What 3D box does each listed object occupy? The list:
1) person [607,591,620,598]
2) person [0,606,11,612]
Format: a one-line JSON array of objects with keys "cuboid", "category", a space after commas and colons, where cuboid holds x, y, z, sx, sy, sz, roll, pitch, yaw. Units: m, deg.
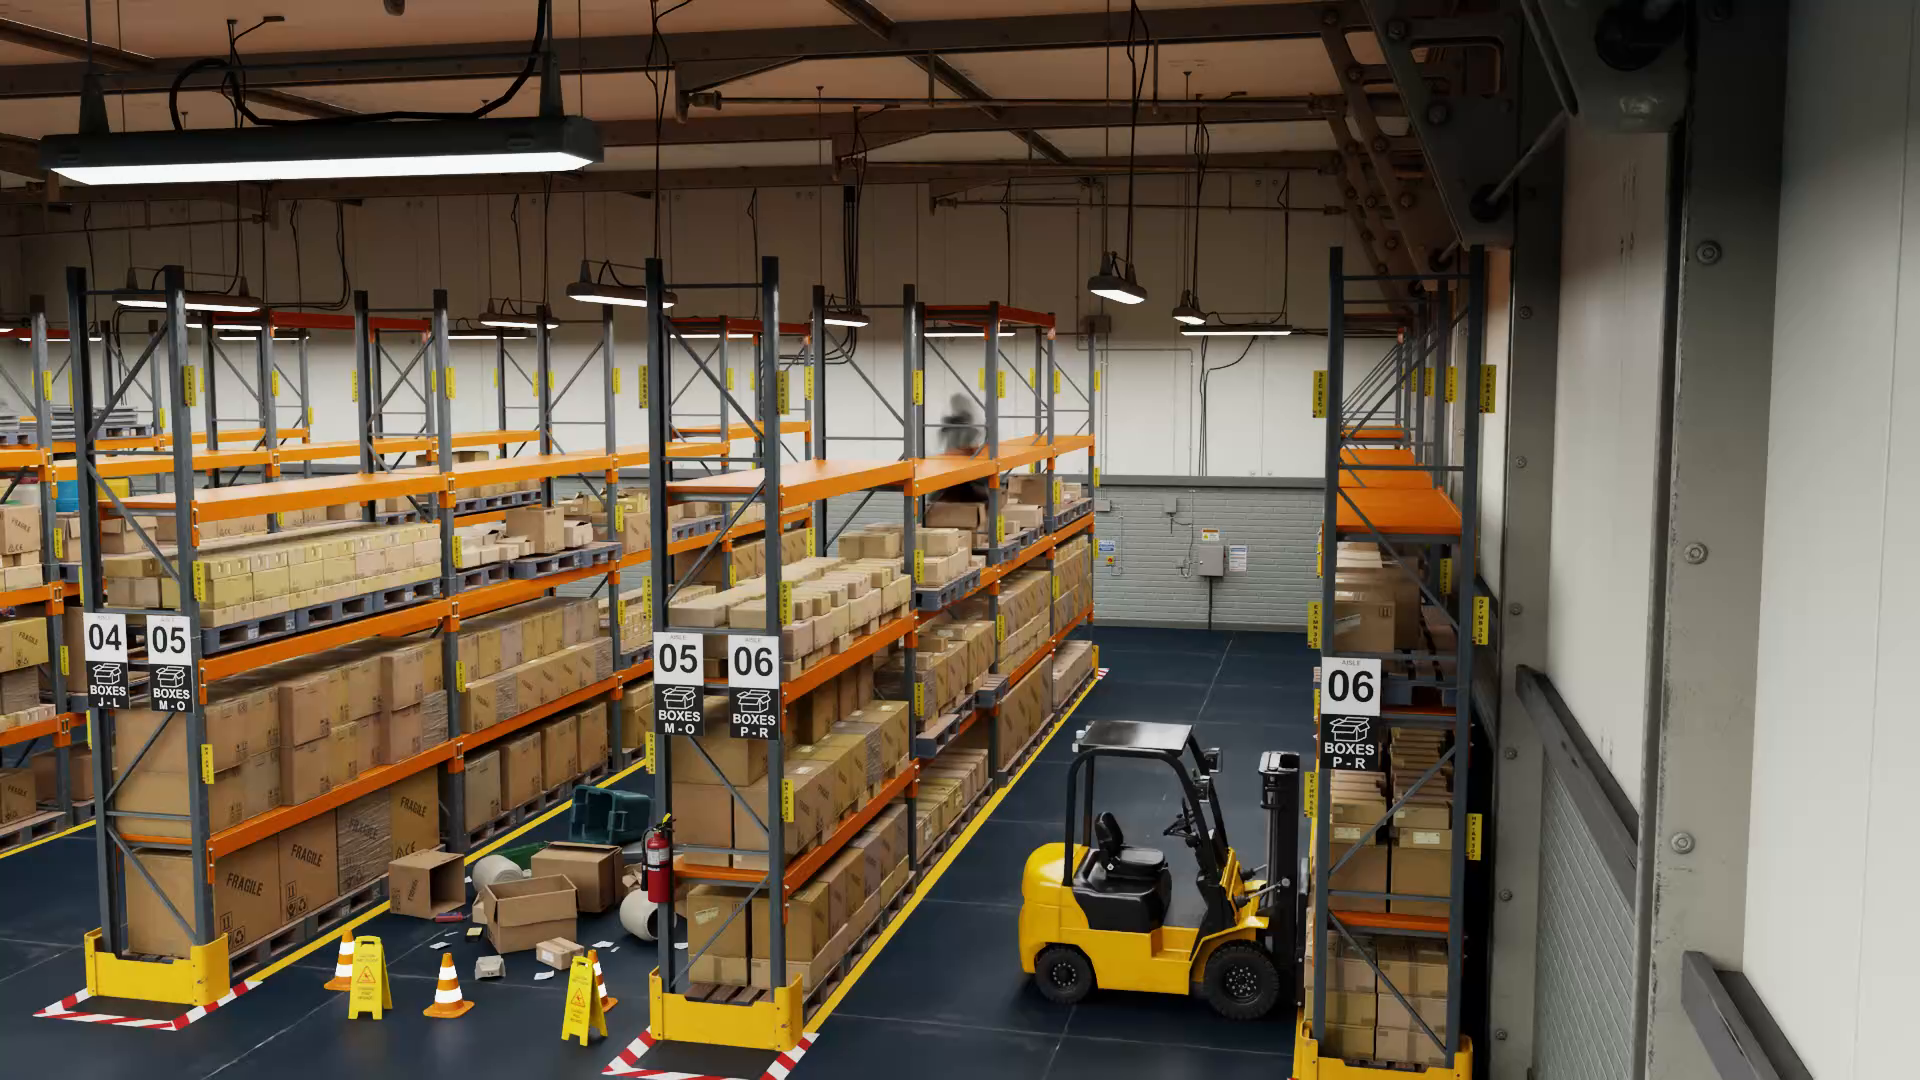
[{"cuboid": [-5.498, 1.658, 26.552, 0.579, 1.740, 0.697, 2, 6, 16], "category": "person"}, {"cuboid": [-16.292, 1.435, 28.522, 0.580, 1.650, 0.989, 0, 6, 2], "category": "person"}]
